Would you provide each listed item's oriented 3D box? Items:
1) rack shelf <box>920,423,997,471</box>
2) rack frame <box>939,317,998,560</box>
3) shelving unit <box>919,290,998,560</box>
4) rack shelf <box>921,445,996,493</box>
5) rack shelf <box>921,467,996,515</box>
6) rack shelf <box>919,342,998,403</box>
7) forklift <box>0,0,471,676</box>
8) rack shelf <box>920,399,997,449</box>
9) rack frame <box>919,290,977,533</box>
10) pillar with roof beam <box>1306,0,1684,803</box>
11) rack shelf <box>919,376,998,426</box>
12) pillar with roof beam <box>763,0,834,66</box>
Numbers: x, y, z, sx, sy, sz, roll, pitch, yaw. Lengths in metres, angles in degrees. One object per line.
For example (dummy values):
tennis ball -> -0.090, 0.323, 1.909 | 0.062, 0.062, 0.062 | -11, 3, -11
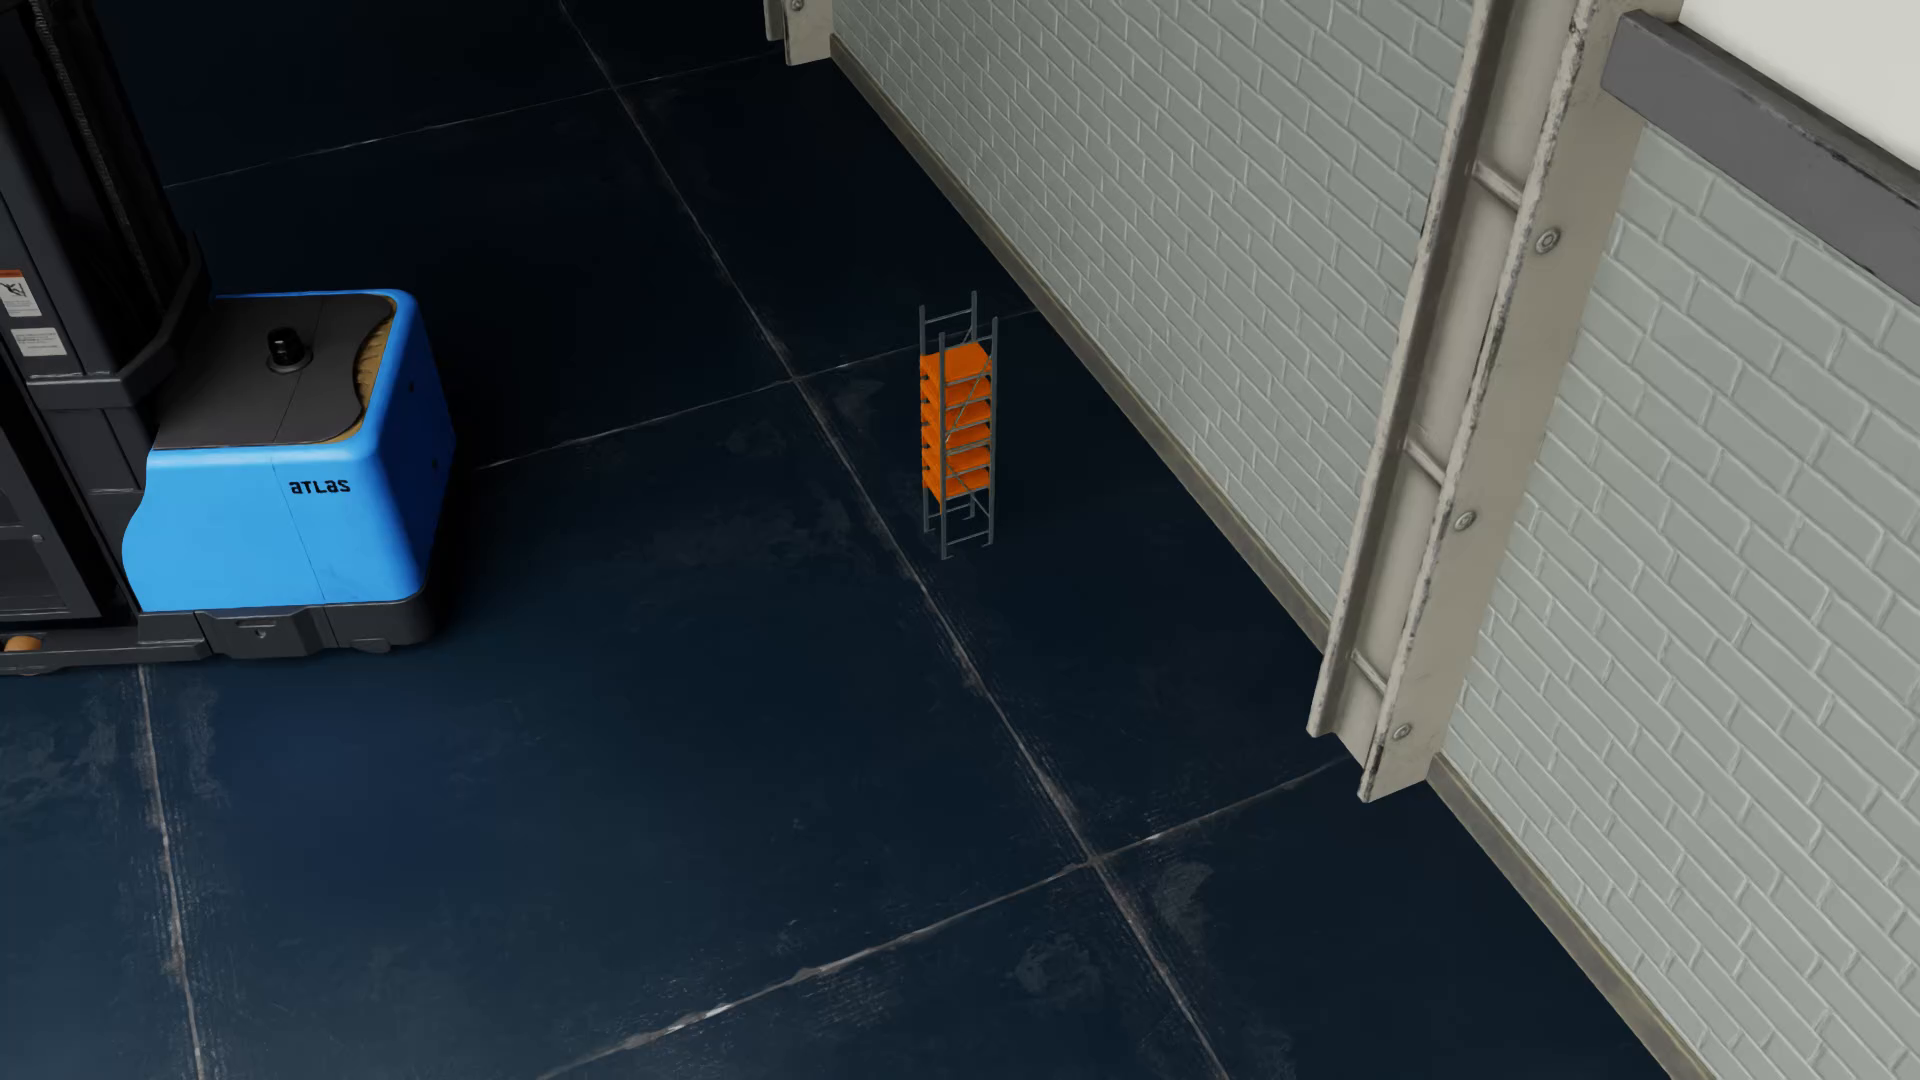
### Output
rack shelf -> -0.006, -0.405, 6.738 | 0.258, 0.103, 0.180 | -18, 47, -17
rack frame -> 0.032, -0.378, 6.648 | 0.240, 1.200, 0.006 | -18, 47, -17
shelving unit -> -0.006, -0.436, 6.707 | 0.258, 1.200, 0.189 | -18, 47, -17
rack shelf -> -0.006, -0.319, 6.822 | 0.258, 0.103, 0.180 | -18, 47, -17
rack shelf -> -0.006, -0.234, 6.907 | 0.258, 0.103, 0.180 | -18, 47, -17
rack shelf -> -0.006, -0.661, 6.485 | 0.258, 0.103, 0.180 | -18, 47, -17
forklift -> -3.623, -0.884, 5.928 | 3.031, 2.935, 1.130 | -3, 45, -3
rack shelf -> -0.006, -0.490, 6.654 | 0.258, 0.103, 0.180 | -18, 47, -17
rack frame -> -0.045, -0.495, 6.766 | 0.240, 1.200, 0.006 | -18, 47, -17
pillar with roof beam -> -2.357, -1.130, 1.858 | 9.100, 9.000, 0.400 | -18, 47, -17
rack shelf -> -0.006, -0.576, 6.569 | 0.258, 0.103, 0.180 | -18, 47, -17
pillar with roof beam -> -4.880, -4.954, 5.733 | 9.100, 9.000, 0.400 | -18, 47, -17
